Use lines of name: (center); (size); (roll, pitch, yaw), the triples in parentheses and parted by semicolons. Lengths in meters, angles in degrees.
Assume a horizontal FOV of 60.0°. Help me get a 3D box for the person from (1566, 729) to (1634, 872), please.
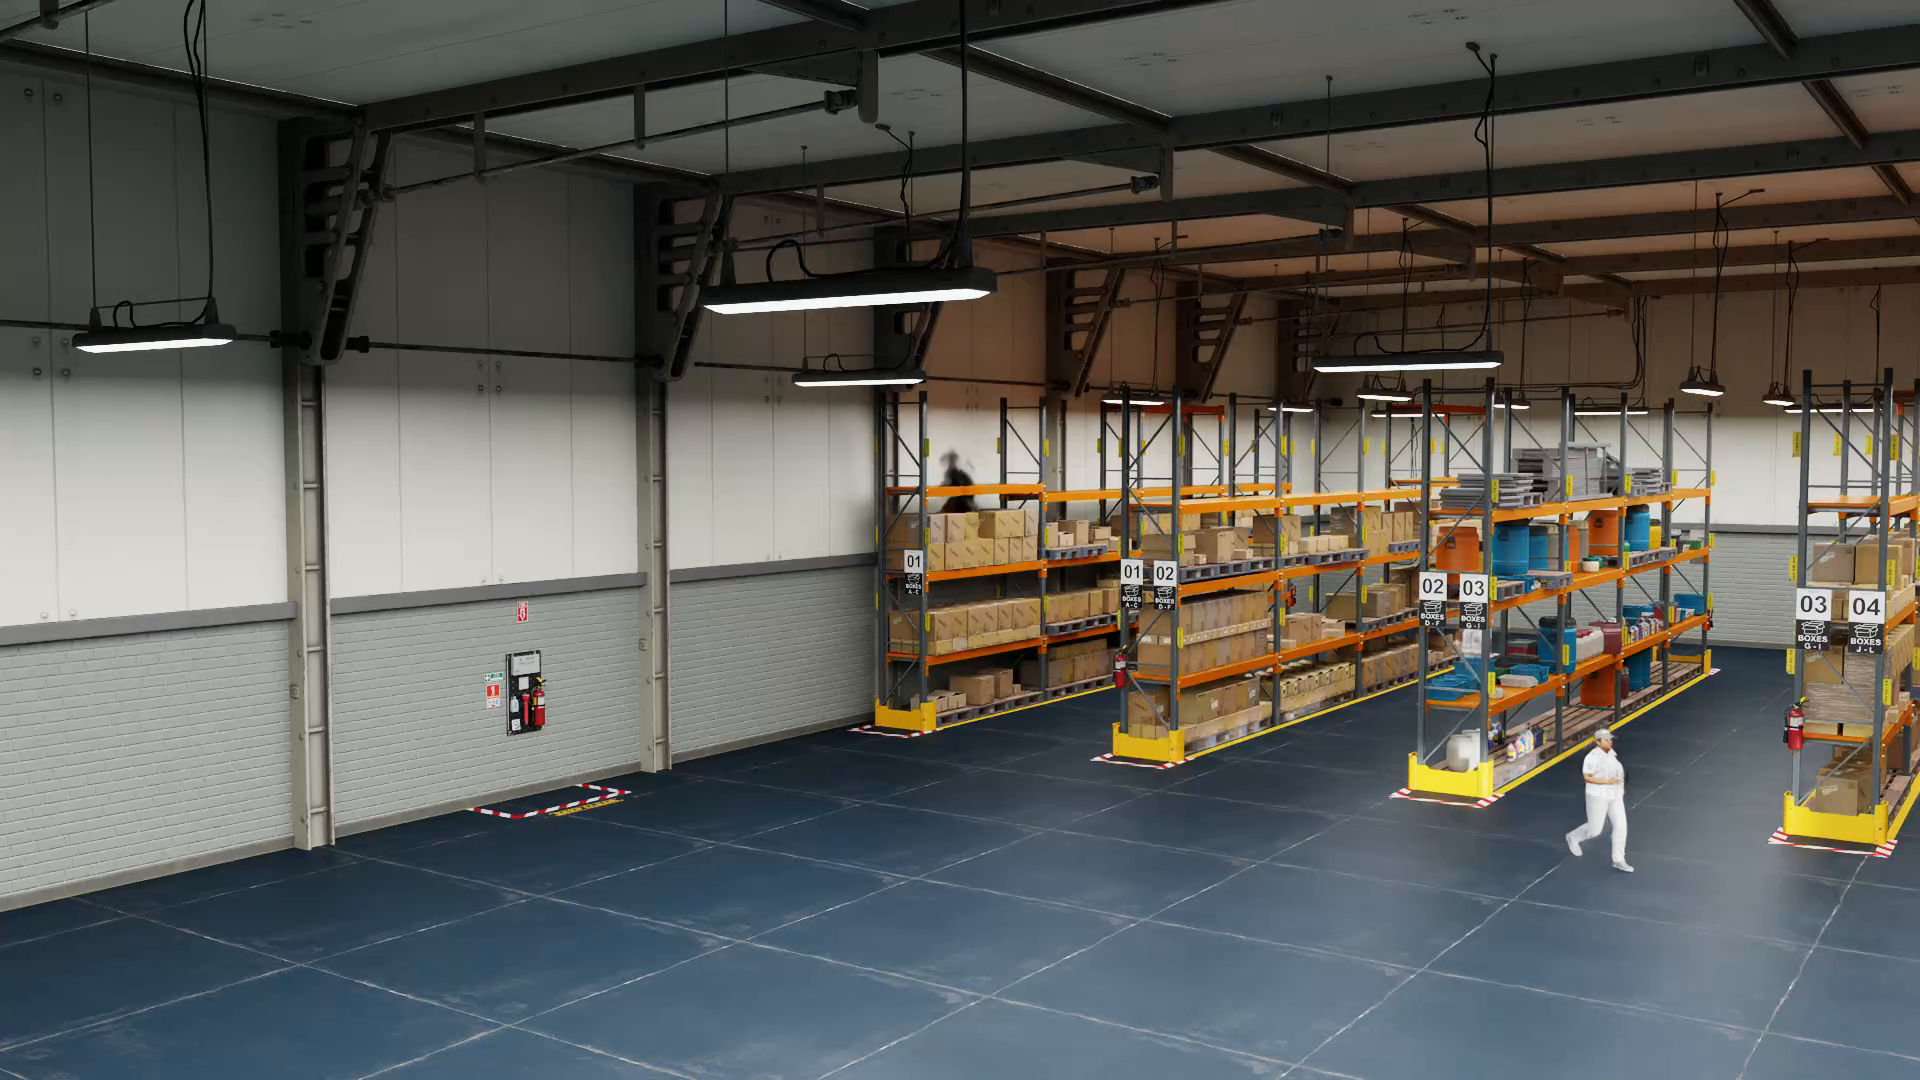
person: (7.674, 3.071, 19.851); (0.618, 1.639, 0.878); (-2, 4, -26)

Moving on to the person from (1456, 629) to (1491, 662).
person: (10.207, 2.283, 33.113); (0.690, 1.809, 0.909); (1, 3, 24)
